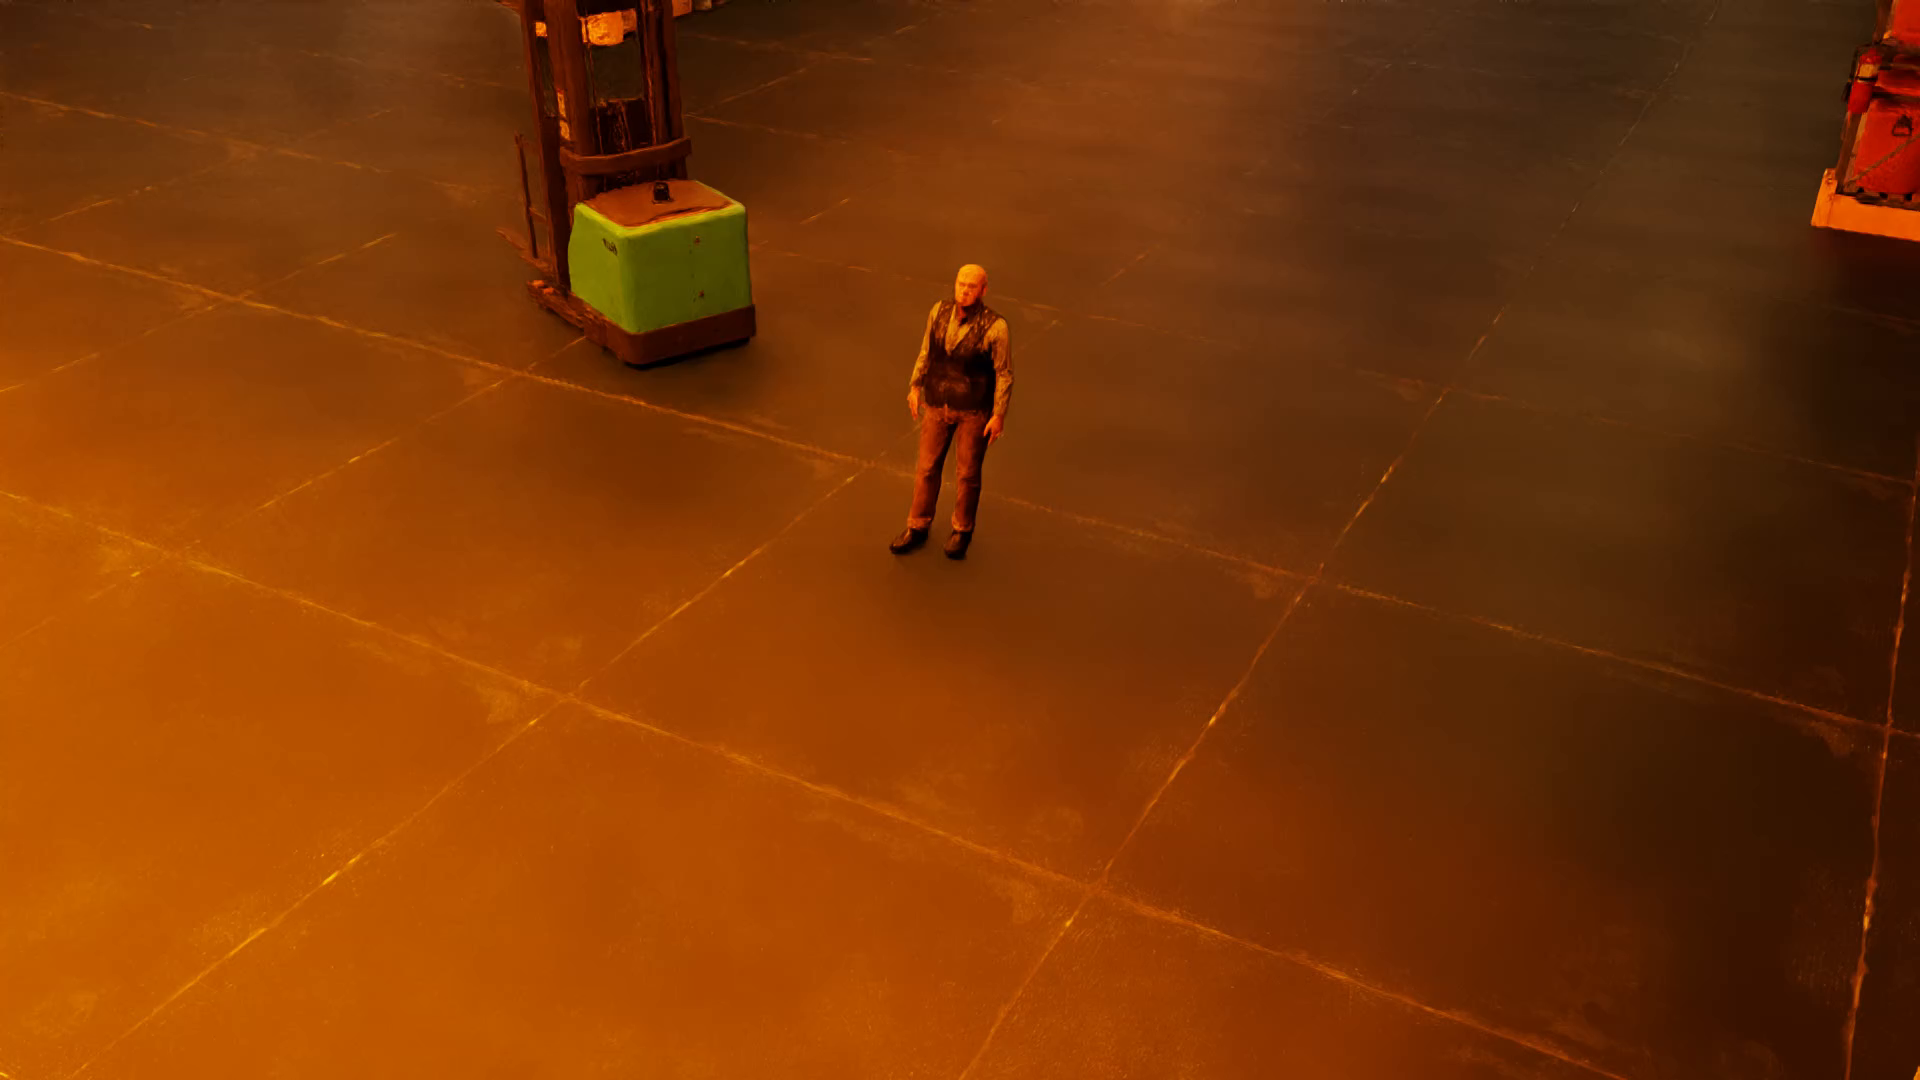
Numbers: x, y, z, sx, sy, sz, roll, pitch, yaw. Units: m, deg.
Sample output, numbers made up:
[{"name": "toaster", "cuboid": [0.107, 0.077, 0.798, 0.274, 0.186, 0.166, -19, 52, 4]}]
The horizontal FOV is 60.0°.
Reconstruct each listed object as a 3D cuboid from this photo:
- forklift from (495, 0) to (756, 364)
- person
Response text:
[{"name": "forklift", "cuboid": [-2.808, -3.230, 12.667, 1.130, 2.935, 3.031, -20, 35, -30]}, {"name": "person", "cuboid": [-0.037, -0.726, 9.525, 0.632, 1.720, 0.567, 15, 33, 25]}]
